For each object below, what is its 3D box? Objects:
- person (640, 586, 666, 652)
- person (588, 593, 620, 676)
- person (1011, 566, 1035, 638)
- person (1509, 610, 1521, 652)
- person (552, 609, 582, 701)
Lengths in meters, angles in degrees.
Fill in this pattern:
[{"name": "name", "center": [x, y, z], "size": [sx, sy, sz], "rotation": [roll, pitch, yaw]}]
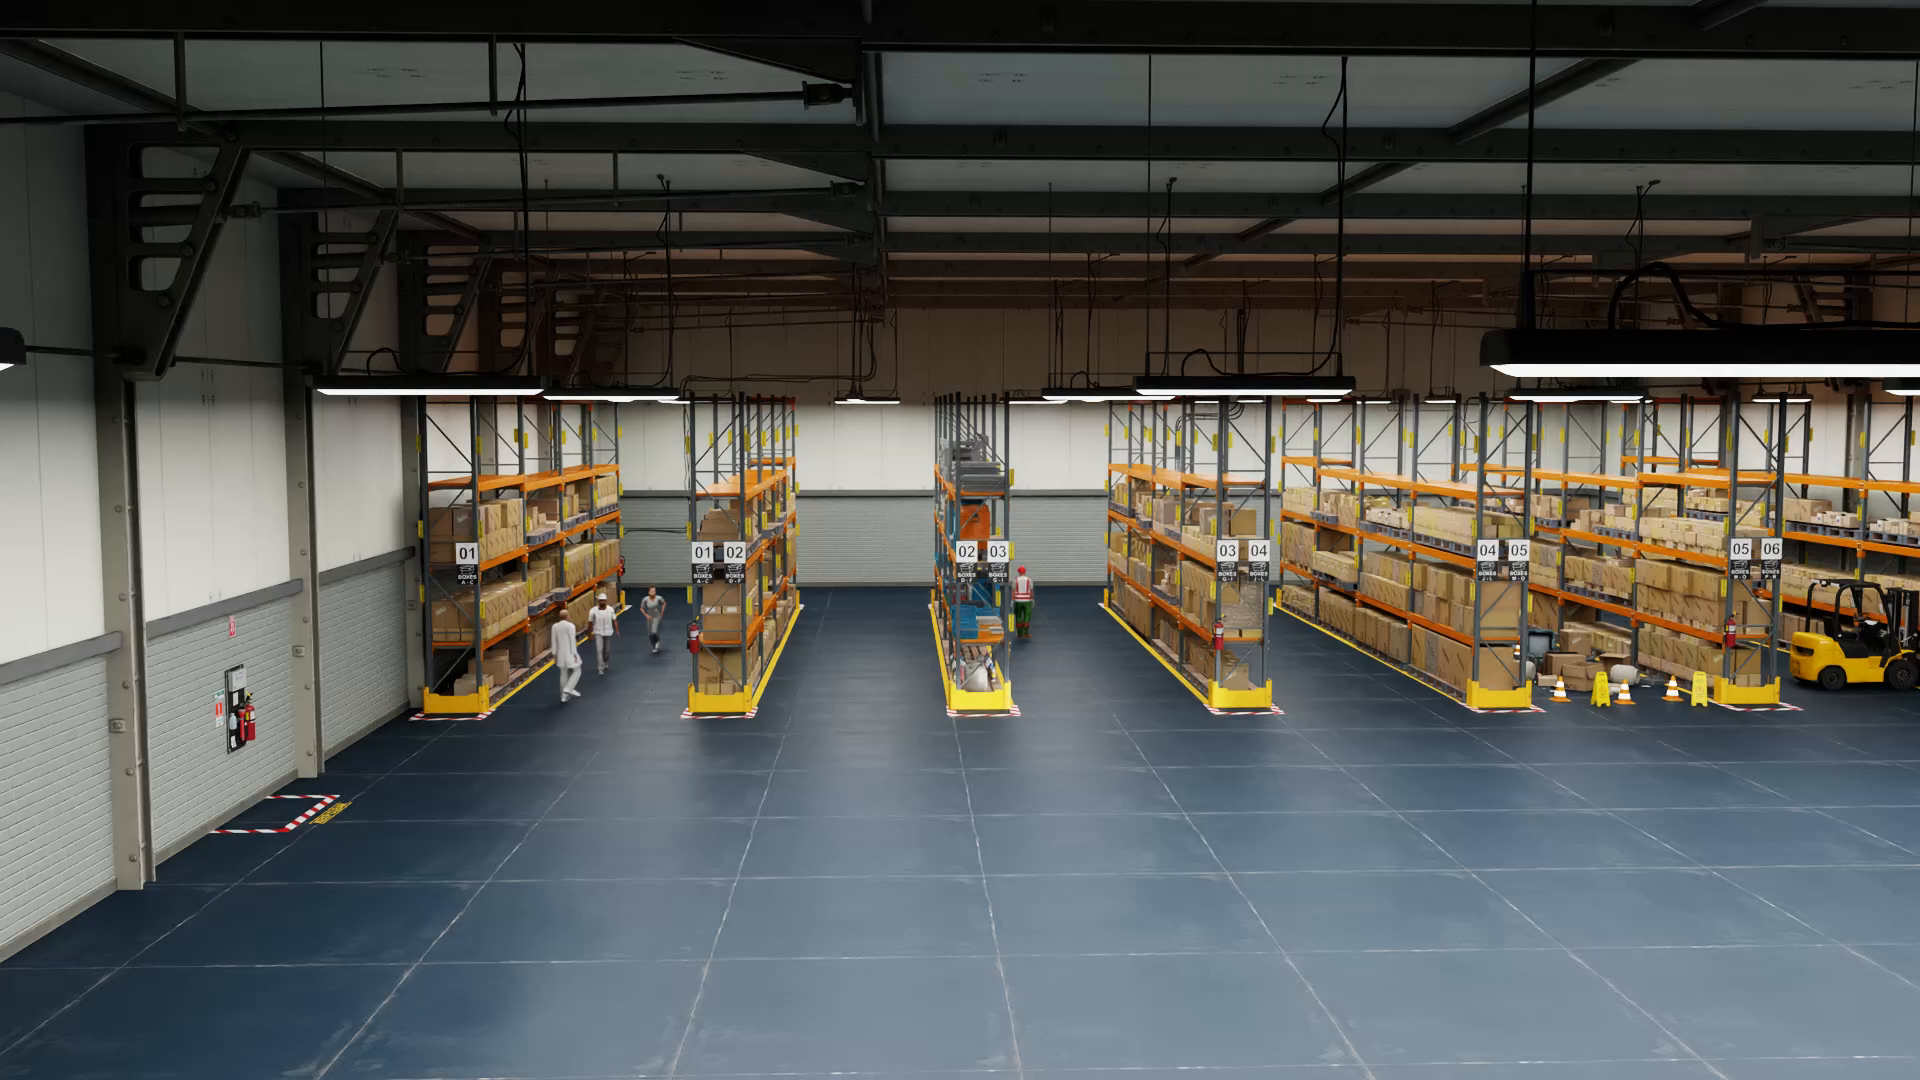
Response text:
[{"name": "person", "center": [-7.133, 1.837, 38.702], "size": [0.521, 1.581, 0.701], "rotation": [0, 5, 6]}, {"name": "person", "center": [-7.631, 2.003, 35.592], "size": [0.629, 1.726, 1.037], "rotation": [-2, 5, -23]}, {"name": "person", "center": [1.556, 1.536, 41.184], "size": [0.583, 1.788, 0.511], "rotation": [0, 5, 2]}, {"name": "person", "center": [12.888, 1.769, 38.368], "size": [0.553, 1.773, 0.509], "rotation": [-2, 5, -21]}, {"name": "person", "center": [-7.677, 2.242, 32.351], "size": [0.627, 1.770, 0.572], "rotation": [1, 5, 9]}]
